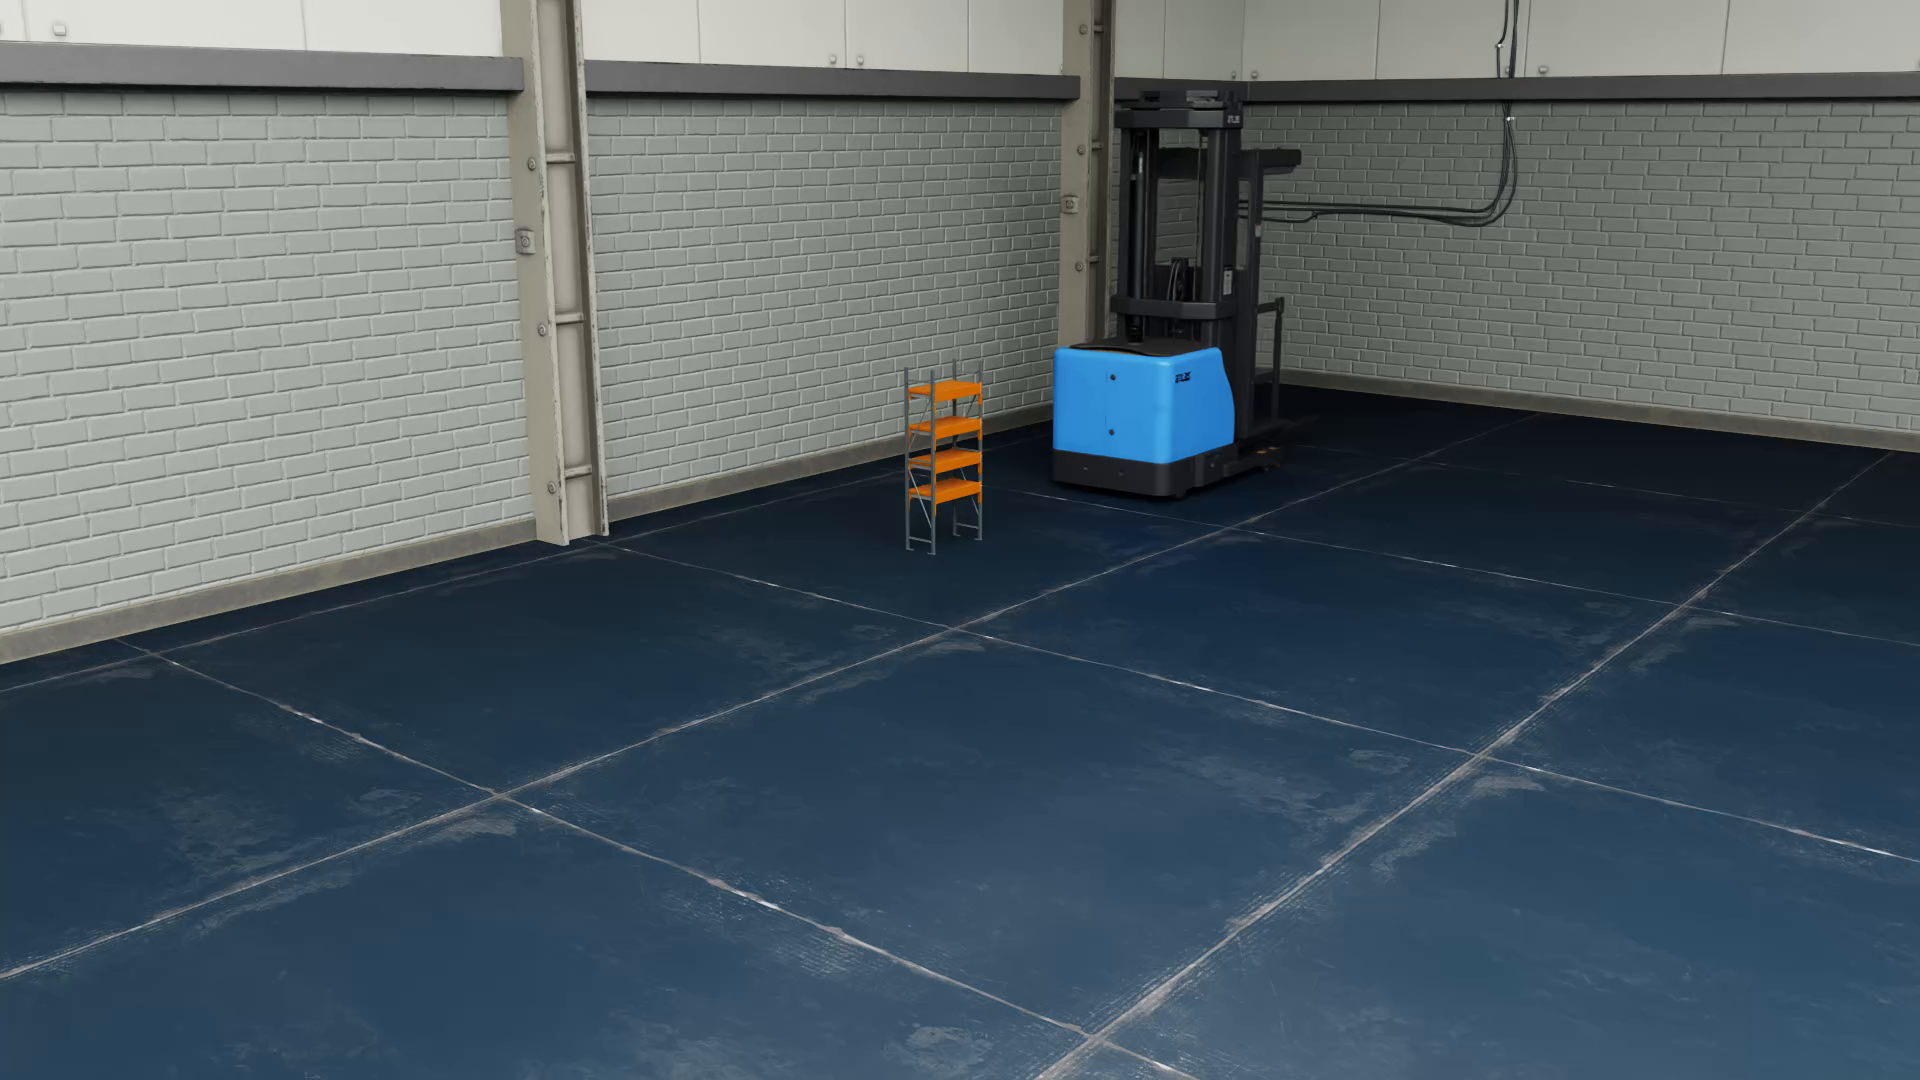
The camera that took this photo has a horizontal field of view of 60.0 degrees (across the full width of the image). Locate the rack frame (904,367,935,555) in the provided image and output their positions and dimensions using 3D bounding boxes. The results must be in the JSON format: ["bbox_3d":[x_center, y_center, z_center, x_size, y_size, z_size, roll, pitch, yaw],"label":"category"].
[{"bbox_3d":[-0.257,-0.503,10.666,0.240,1.200,0.015,11,18,38],"label":"rack frame"}]

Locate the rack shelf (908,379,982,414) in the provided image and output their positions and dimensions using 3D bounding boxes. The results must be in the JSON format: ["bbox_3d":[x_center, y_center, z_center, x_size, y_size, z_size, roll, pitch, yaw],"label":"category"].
[{"bbox_3d":[-0.104,-0.931,10.754,0.258,0.148,0.480,11,18,38],"label":"rack shelf"}]

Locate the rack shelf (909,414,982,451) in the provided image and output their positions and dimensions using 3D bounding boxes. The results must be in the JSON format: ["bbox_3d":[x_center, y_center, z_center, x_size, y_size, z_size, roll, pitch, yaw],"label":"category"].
[{"bbox_3d":[-0.104,-0.701,10.812,0.258,0.148,0.480,11,18,38],"label":"rack shelf"}]

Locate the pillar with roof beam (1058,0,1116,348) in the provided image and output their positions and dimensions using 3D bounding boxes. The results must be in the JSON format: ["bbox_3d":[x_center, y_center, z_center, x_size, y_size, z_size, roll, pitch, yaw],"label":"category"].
[{"bbox_3d":[4.504,-4.867,12.007,9.100,9.000,0.400,11,18,38],"label":"pillar with roof beam"}]

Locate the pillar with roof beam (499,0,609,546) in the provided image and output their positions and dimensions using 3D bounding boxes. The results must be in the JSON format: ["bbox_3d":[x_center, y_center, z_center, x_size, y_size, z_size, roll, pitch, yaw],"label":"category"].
[{"bbox_3d":[0.733,-3.718,7.484,9.100,9.000,0.400,11,18,38],"label":"pillar with roof beam"}]

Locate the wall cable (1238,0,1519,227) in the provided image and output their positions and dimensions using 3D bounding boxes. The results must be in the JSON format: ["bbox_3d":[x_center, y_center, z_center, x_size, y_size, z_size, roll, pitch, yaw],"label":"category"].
[{"bbox_3d":[4.035,-4.388,16.427,3.097,2.526,0.112,11,18,38],"label":"wall cable"}]

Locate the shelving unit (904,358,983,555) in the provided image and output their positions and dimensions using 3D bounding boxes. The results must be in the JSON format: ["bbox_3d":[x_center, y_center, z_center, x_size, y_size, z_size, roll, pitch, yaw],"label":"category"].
[{"bbox_3d":[-0.104,-0.550,10.850,0.258,1.200,0.503,11,18,38],"label":"shelving unit"}]

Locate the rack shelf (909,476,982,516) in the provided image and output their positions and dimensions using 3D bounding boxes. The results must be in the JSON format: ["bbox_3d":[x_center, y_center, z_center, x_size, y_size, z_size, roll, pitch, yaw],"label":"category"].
[{"bbox_3d":[-0.104,-0.292,10.916,0.258,0.148,0.480,11,18,38],"label":"rack shelf"}]

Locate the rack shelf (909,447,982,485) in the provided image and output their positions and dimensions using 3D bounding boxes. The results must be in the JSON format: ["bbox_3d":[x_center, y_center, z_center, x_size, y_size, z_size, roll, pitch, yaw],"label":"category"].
[{"bbox_3d":[-0.104,-0.485,10.867,0.258,0.148,0.480,11,18,38],"label":"rack shelf"}]

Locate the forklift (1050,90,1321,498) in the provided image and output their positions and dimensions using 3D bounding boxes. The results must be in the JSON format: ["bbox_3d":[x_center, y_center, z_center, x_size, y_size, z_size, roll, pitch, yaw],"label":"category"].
[{"bbox_3d":[1.969,-2.033,13.172,1.130,2.935,3.031,10,18,35],"label":"forklift"}]

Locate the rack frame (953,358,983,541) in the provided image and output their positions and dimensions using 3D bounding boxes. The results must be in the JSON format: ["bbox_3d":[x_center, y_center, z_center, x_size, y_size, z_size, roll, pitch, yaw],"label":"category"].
[{"bbox_3d":[0.049,-0.597,11.034,0.240,1.200,0.015,11,18,38],"label":"rack frame"}]
